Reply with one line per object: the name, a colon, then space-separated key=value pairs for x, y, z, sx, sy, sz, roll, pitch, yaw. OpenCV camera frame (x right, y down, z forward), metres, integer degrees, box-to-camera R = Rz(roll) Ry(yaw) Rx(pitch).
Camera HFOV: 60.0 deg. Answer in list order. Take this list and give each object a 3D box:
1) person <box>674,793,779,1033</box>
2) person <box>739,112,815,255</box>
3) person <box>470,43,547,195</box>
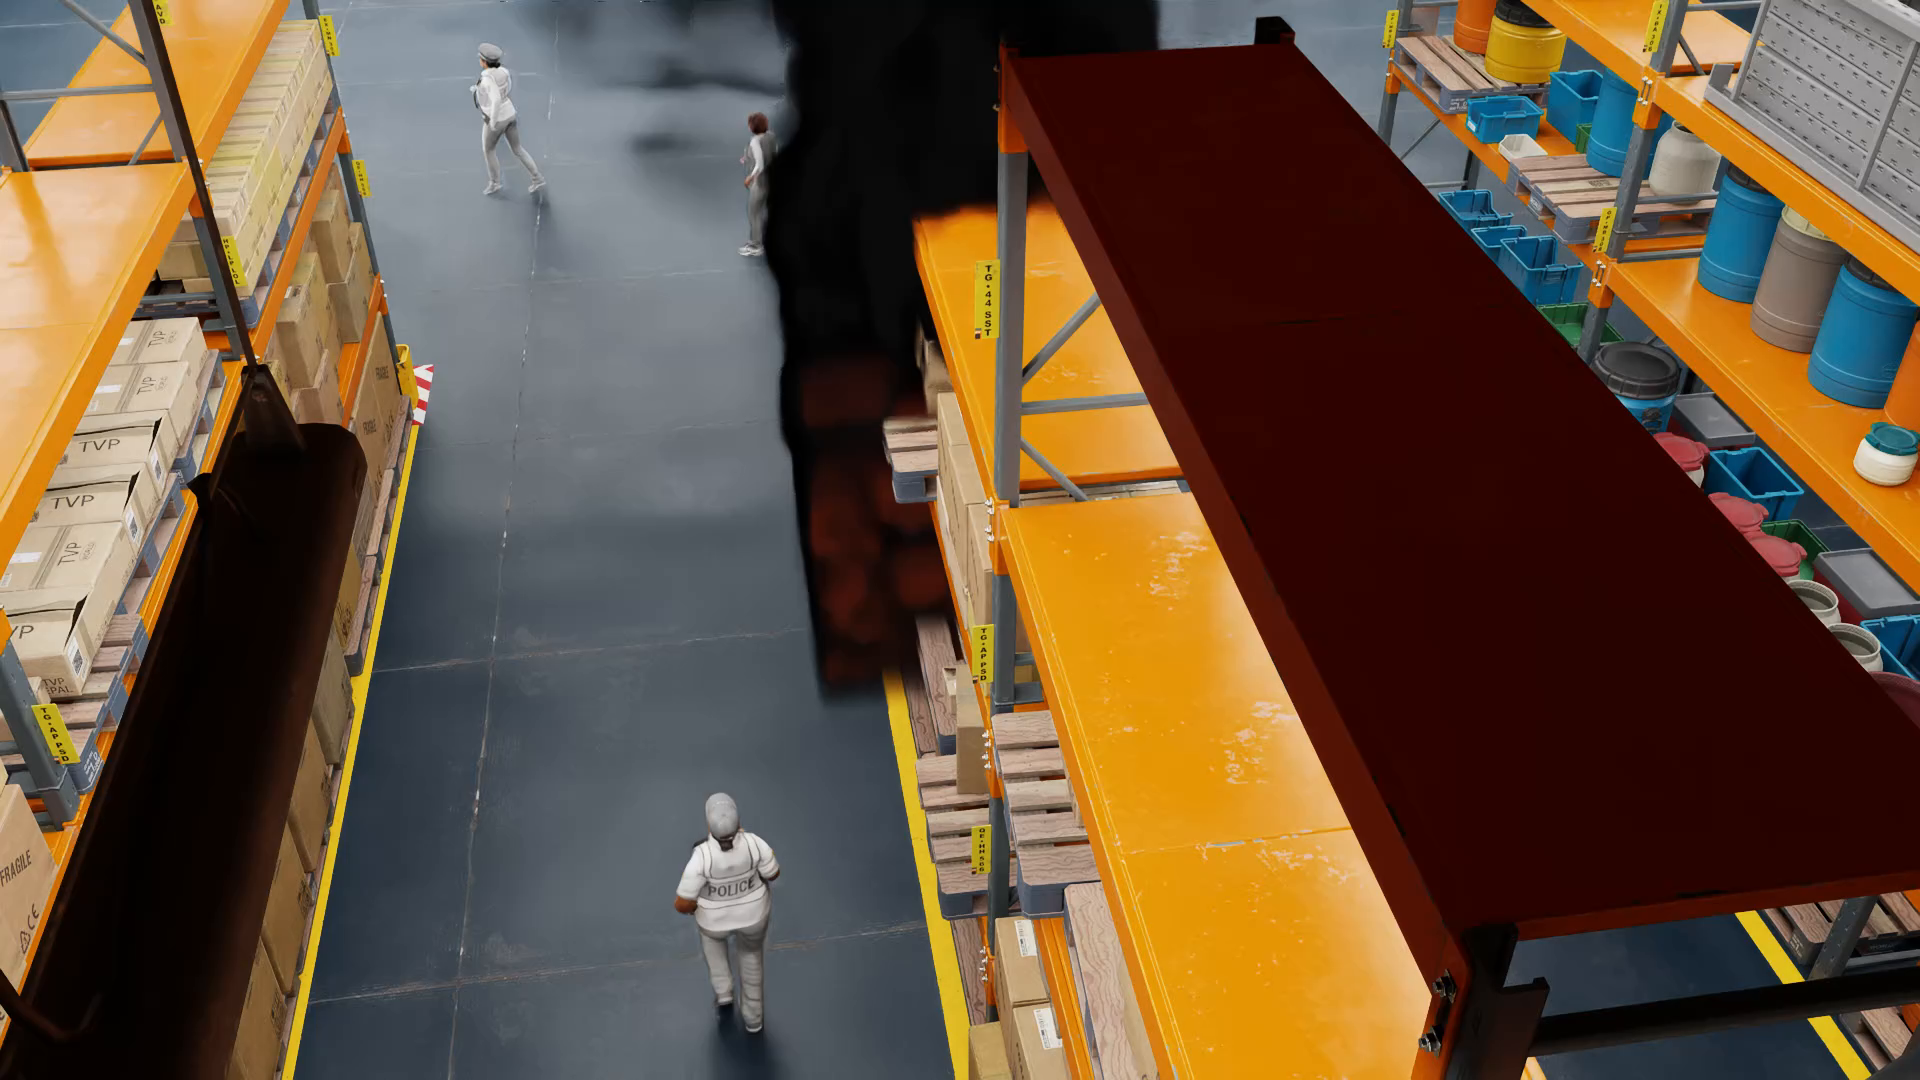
person: x=-1.292 y=2.040 z=9.305 sx=0.587 sy=1.649 sz=0.609 roll=-8 pitch=37 yaw=-10
person: x=-1.950 y=-3.586 z=16.998 sx=0.873 sy=1.600 sz=0.550 roll=18 pitch=40 yaw=23
person: x=-5.000 y=-4.565 z=18.225 sx=0.806 sy=1.747 sz=0.612 roll=16 pitch=39 yaw=21
